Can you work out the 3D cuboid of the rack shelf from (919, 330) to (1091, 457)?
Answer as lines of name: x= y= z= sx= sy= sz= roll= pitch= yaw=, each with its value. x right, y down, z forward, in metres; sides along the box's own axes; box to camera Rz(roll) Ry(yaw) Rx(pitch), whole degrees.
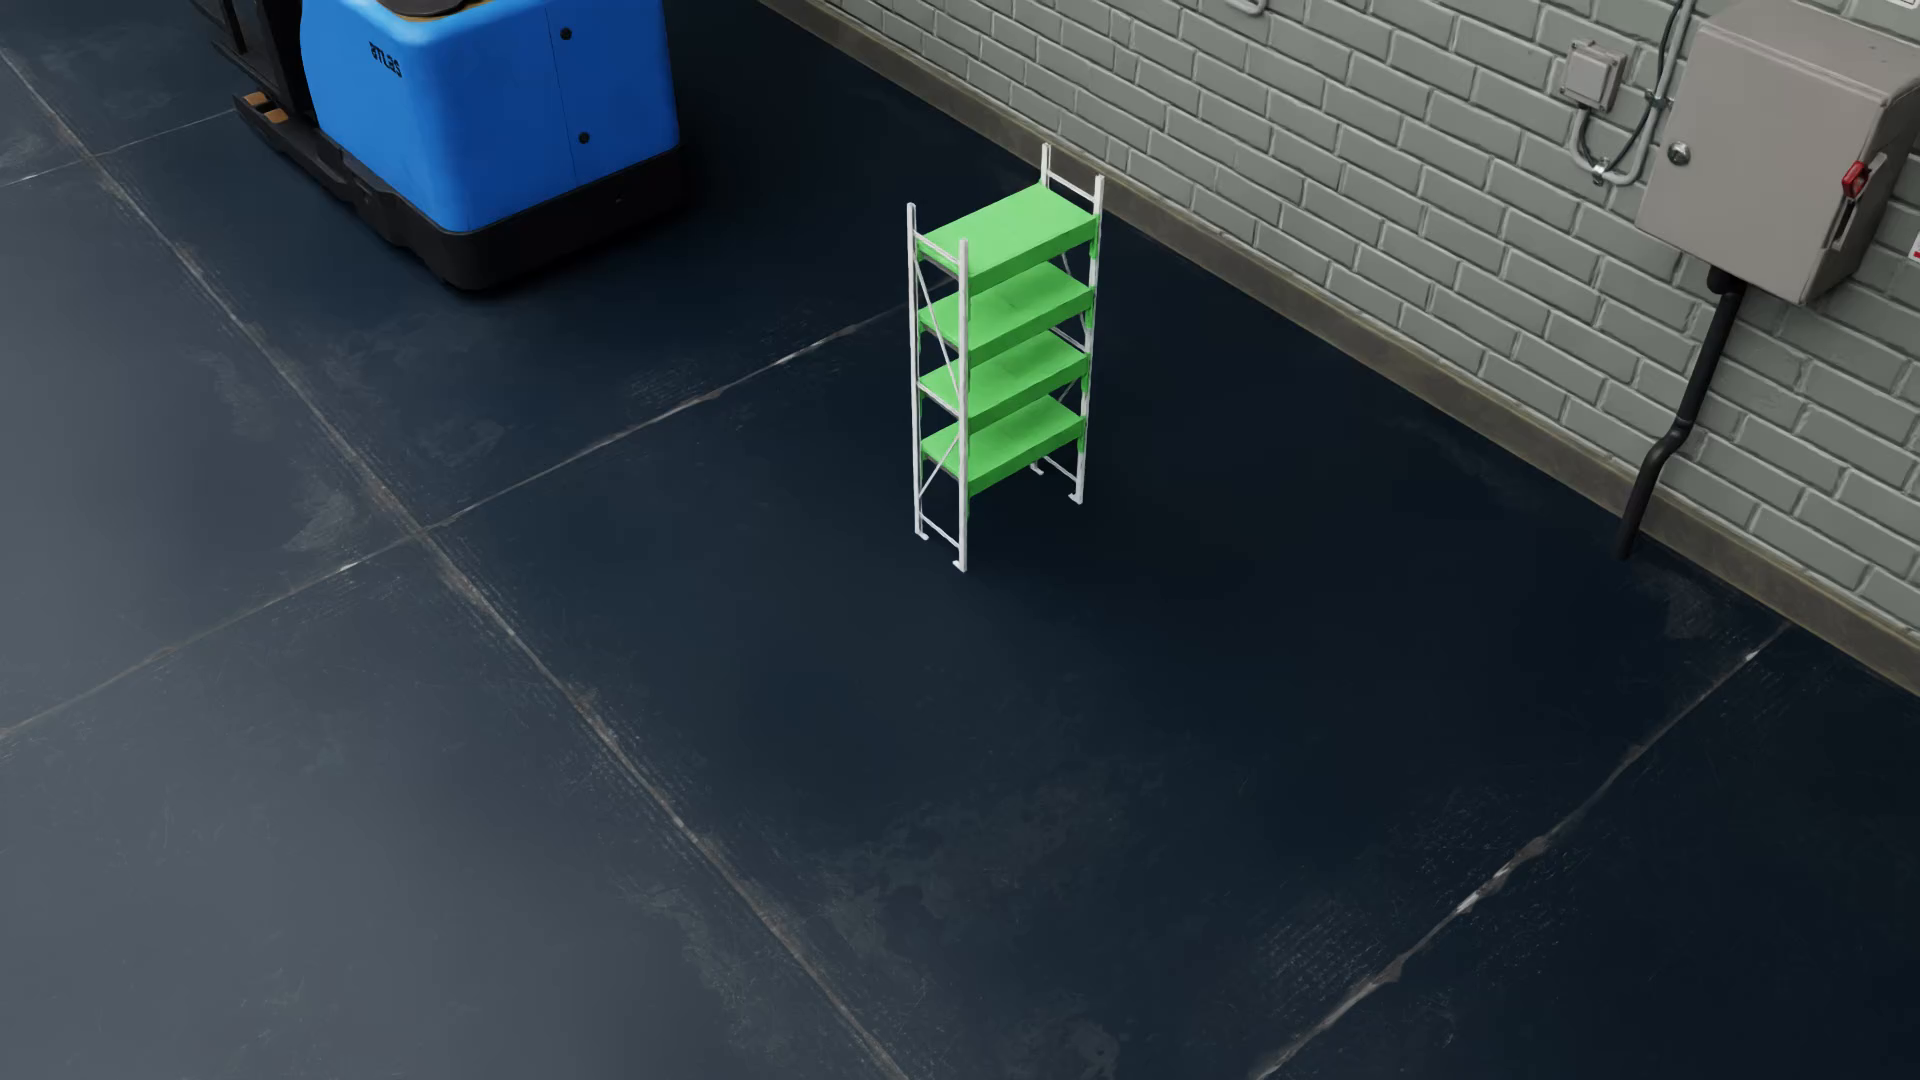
rack shelf: x=0.127 y=-0.464 z=4.960 sx=0.480 sy=0.148 sz=0.258 roll=-30 pitch=51 yaw=-28

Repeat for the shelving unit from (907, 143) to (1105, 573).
shelving unit: x=0.127 y=-0.510 z=4.917 sx=0.503 sy=1.200 sz=0.258 roll=-30 pitch=51 yaw=-28

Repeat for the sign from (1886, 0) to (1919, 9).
sign: x=2.179 y=-1.442 z=3.991 sx=0.001 sy=0.242 sz=0.339 roll=-30 pitch=51 yaw=-28

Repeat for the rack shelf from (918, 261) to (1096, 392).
rack shelf: x=0.127 y=-0.638 z=4.796 sx=0.480 sy=0.148 sz=0.258 roll=-30 pitch=51 yaw=-28

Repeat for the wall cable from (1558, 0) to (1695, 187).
wall cable: x=1.739 y=-1.819 z=4.253 sx=0.122 sy=1.984 sz=0.588 roll=-30 pitch=51 yaw=-28

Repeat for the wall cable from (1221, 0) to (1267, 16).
wall cable: x=0.820 y=-2.570 z=5.030 sx=0.123 sy=1.953 sz=0.585 roll=-30 pitch=51 yaw=-28

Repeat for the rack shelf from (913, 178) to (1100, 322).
rack shelf: x=0.127 y=-0.813 z=4.632 sx=0.480 sy=0.148 sz=0.258 roll=-30 pitch=51 yaw=-28

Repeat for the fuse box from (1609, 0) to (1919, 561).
fuse box: x=2.056 y=-0.551 z=4.587 sx=0.414 sy=1.711 sz=0.539 roll=-30 pitch=51 yaw=-28

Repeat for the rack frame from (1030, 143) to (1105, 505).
rack frame: x=0.314 y=-0.617 z=5.031 sx=0.015 sy=1.200 sz=0.240 roll=-30 pitch=51 yaw=-28

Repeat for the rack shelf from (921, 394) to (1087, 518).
rack shelf: x=0.127 y=-0.289 z=5.125 sx=0.480 sy=0.148 sz=0.258 roll=-30 pitch=51 yaw=-28

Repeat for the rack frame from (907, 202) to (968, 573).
rack frame: x=-0.060 y=-0.403 z=4.803 sx=0.015 sy=1.200 sz=0.240 roll=-30 pitch=51 yaw=-28

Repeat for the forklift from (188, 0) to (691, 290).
forklift: x=-2.427 y=-2.917 z=6.215 sx=1.130 sy=2.935 sz=3.031 roll=-32 pitch=52 yaw=-29

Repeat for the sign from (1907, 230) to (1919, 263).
sign: x=2.532 y=-0.818 z=3.999 sx=0.001 sy=0.494 sz=0.329 roll=-30 pitch=51 yaw=-28
